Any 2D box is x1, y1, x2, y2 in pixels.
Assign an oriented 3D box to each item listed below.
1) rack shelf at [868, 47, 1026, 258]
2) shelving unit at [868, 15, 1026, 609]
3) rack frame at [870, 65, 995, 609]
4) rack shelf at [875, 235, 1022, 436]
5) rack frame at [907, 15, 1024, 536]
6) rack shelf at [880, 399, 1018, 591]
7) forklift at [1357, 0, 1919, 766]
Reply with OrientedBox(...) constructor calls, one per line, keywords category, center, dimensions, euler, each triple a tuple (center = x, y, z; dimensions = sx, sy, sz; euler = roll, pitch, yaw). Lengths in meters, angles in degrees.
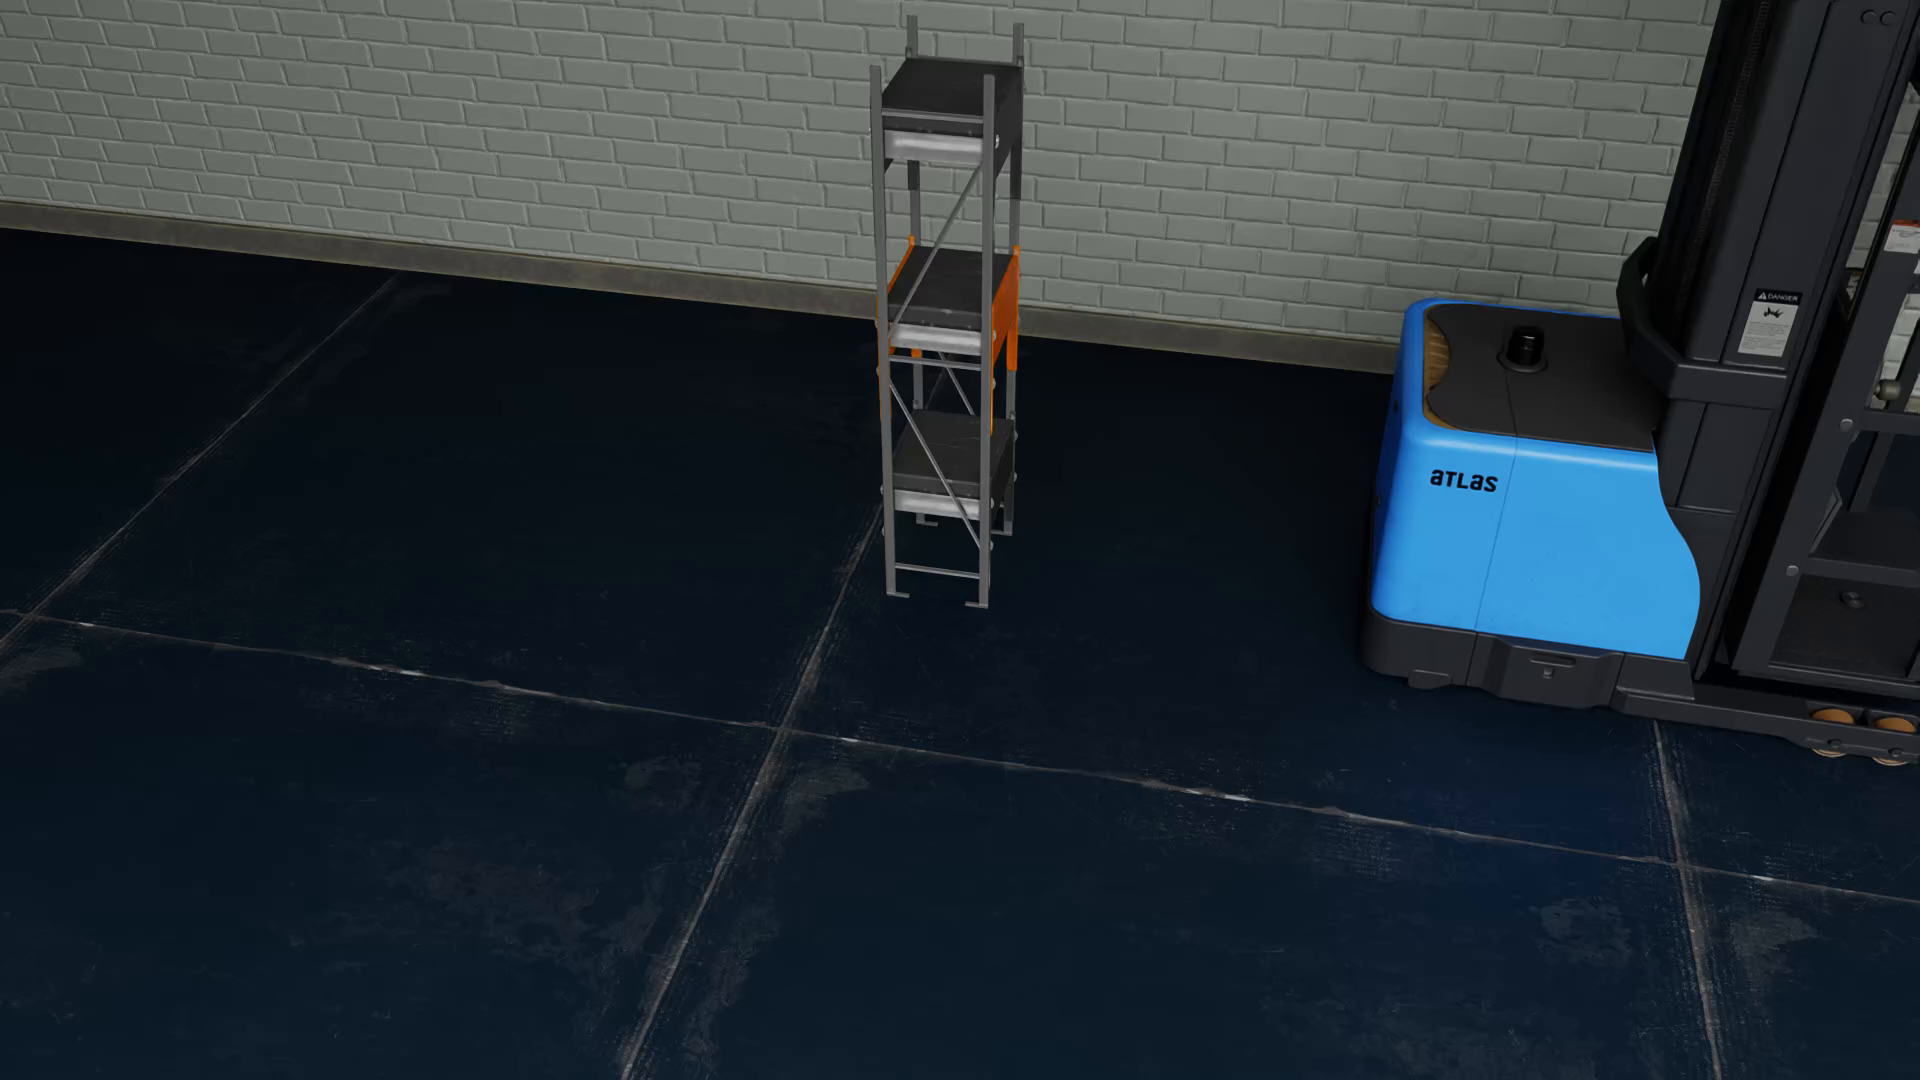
OrientedBox(category="rack shelf", center=(-0.035, -1.311, 5.600), dimensions=(0.431, 0.518, 0.480), euler=(7, 37, 10))
OrientedBox(category="shelving unit", center=(-0.035, -0.755, 6.003), dimensions=(0.431, 2.100, 0.503), euler=(7, 37, 10))
OrientedBox(category="rack frame", center=(-0.087, -0.615, 5.810), dimensions=(0.400, 2.100, 0.015), euler=(7, 37, 10))
OrientedBox(category="rack shelf", center=(-0.035, -0.744, 6.011), dimensions=(0.431, 0.518, 0.480), euler=(7, 37, 10))
OrientedBox(category="rack frame", center=(0.017, -0.895, 6.196), dimensions=(0.400, 2.100, 0.015), euler=(7, 37, 10))
OrientedBox(category="rack shelf", center=(-0.035, -0.177, 6.422), dimensions=(0.431, 0.518, 0.480), euler=(7, 37, 10))
OrientedBox(category="forklift", center=(3.019, -0.759, 5.300), dimensions=(3.031, 2.935, 1.130), euler=(8, 37, 10))
